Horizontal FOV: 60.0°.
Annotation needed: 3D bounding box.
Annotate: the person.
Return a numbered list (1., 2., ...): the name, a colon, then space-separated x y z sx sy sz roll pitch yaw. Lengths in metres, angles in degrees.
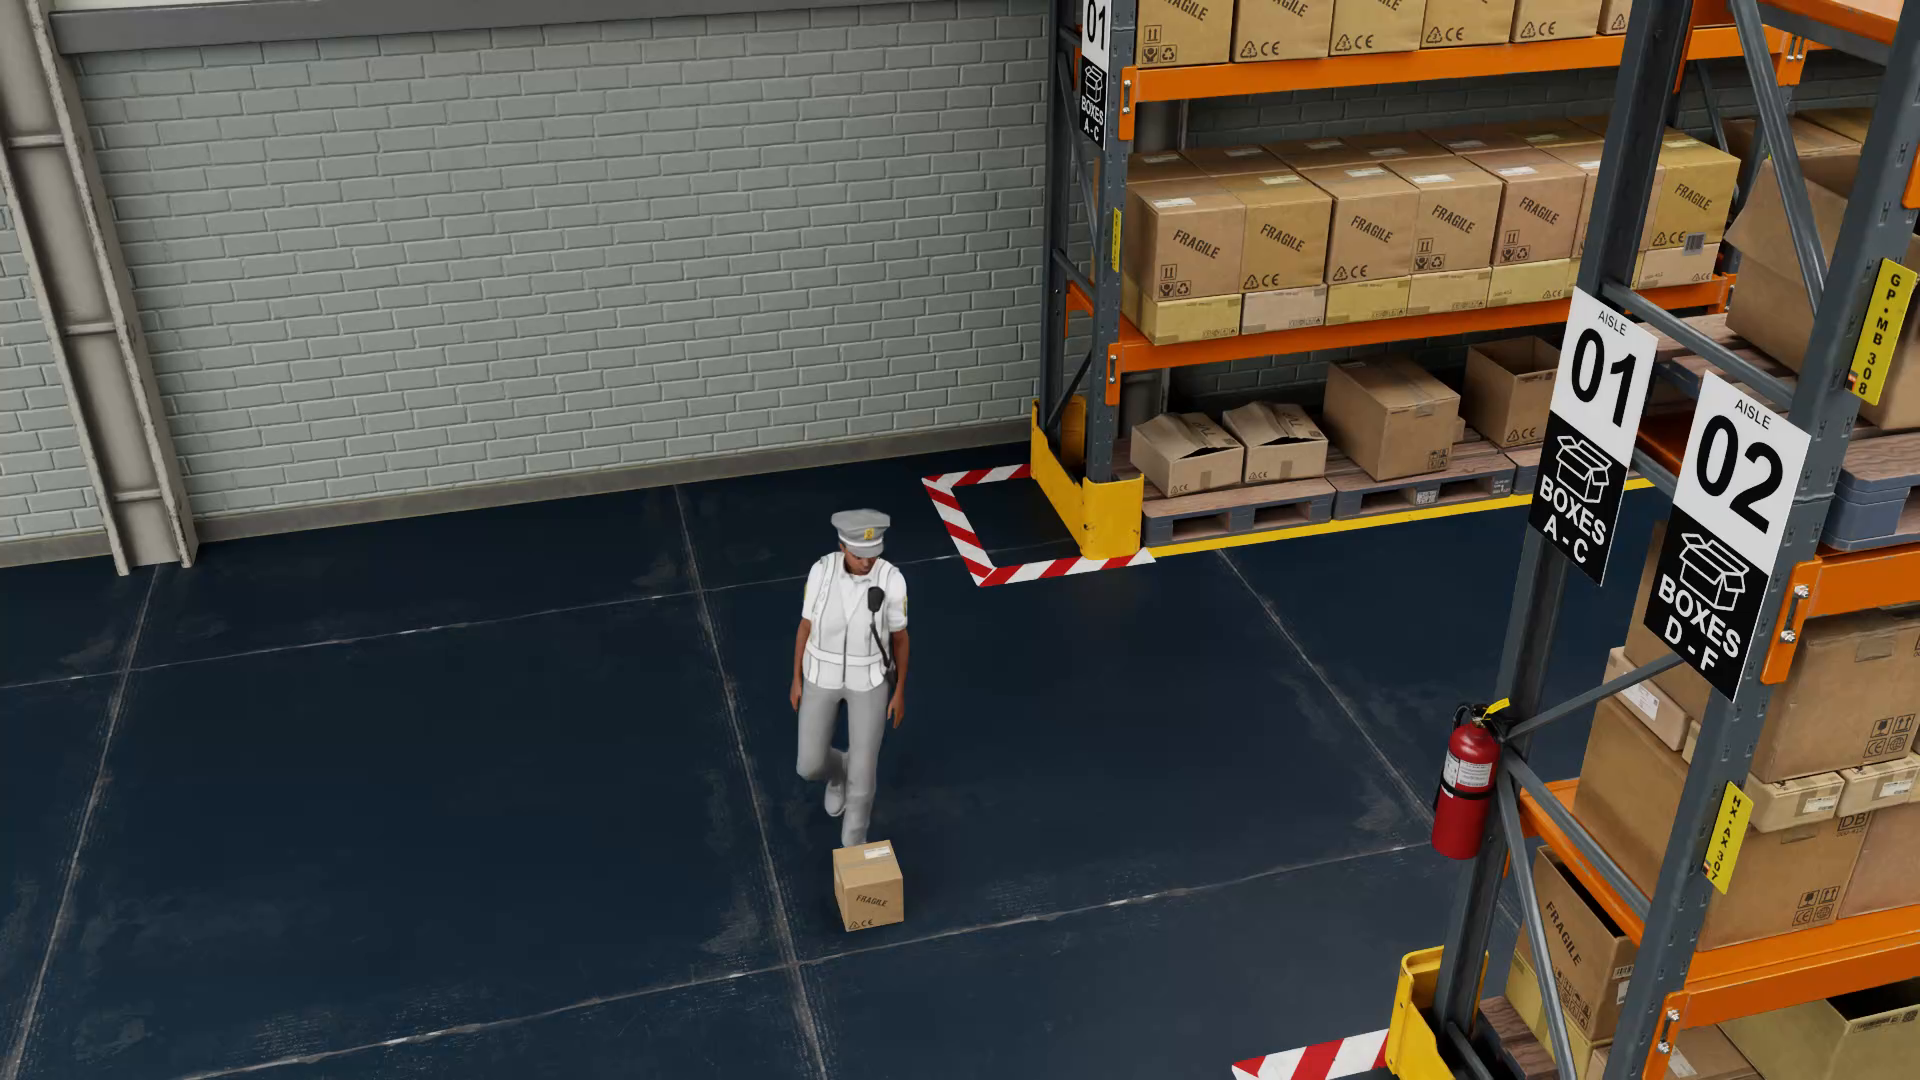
1. person: -0.483 0.656 7.103 0.519 1.647 0.623 2 31 4
